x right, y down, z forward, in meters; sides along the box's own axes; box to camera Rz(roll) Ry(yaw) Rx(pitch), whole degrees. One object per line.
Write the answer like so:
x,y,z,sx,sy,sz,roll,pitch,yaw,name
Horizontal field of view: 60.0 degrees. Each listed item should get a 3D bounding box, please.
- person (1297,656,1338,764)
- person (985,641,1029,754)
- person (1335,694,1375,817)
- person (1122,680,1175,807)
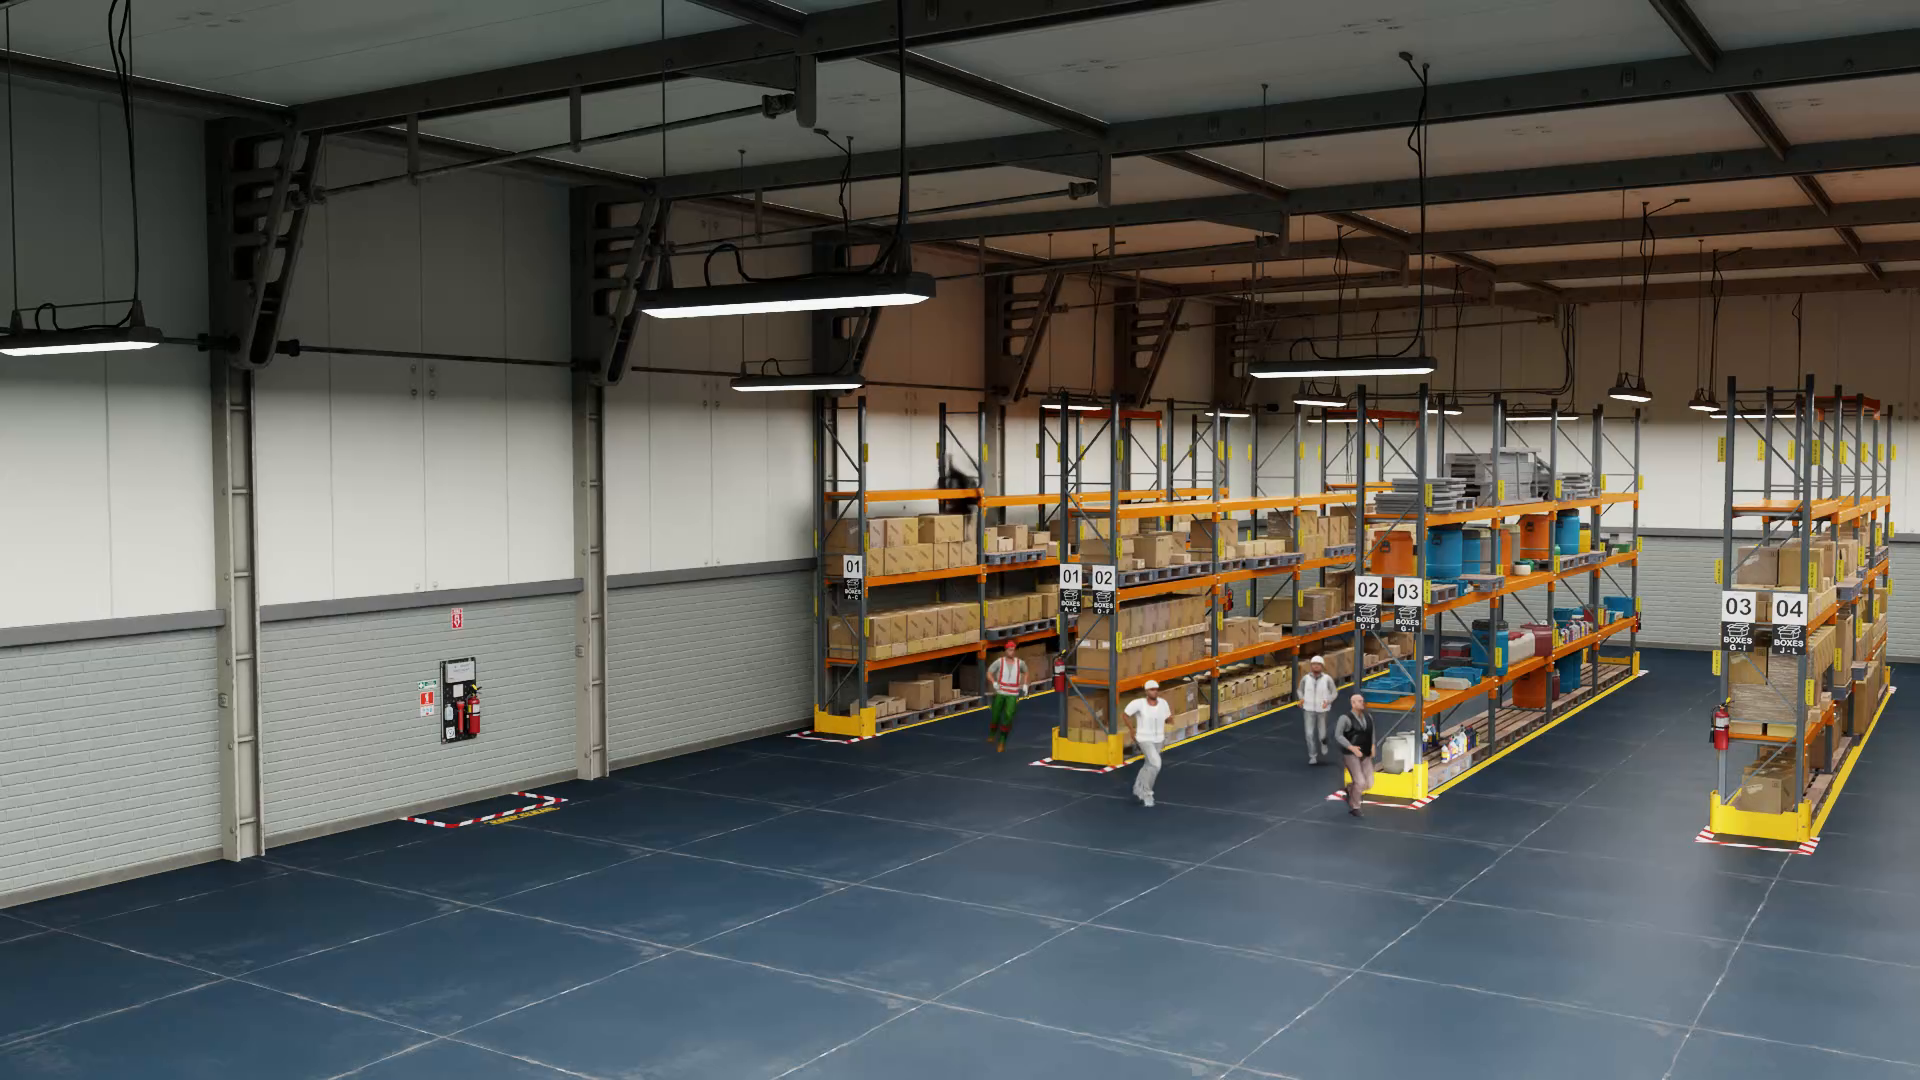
5.753,2.730,26.846,0.661,1.723,0.647,1,3,20,person
0.783,2.583,27.586,0.720,1.806,0.783,0,3,1,person
5.463,2.957,22.951,0.686,1.674,0.608,-1,3,-25,person
2.733,2.895,23.693,0.661,1.825,0.749,-2,3,-31,person
